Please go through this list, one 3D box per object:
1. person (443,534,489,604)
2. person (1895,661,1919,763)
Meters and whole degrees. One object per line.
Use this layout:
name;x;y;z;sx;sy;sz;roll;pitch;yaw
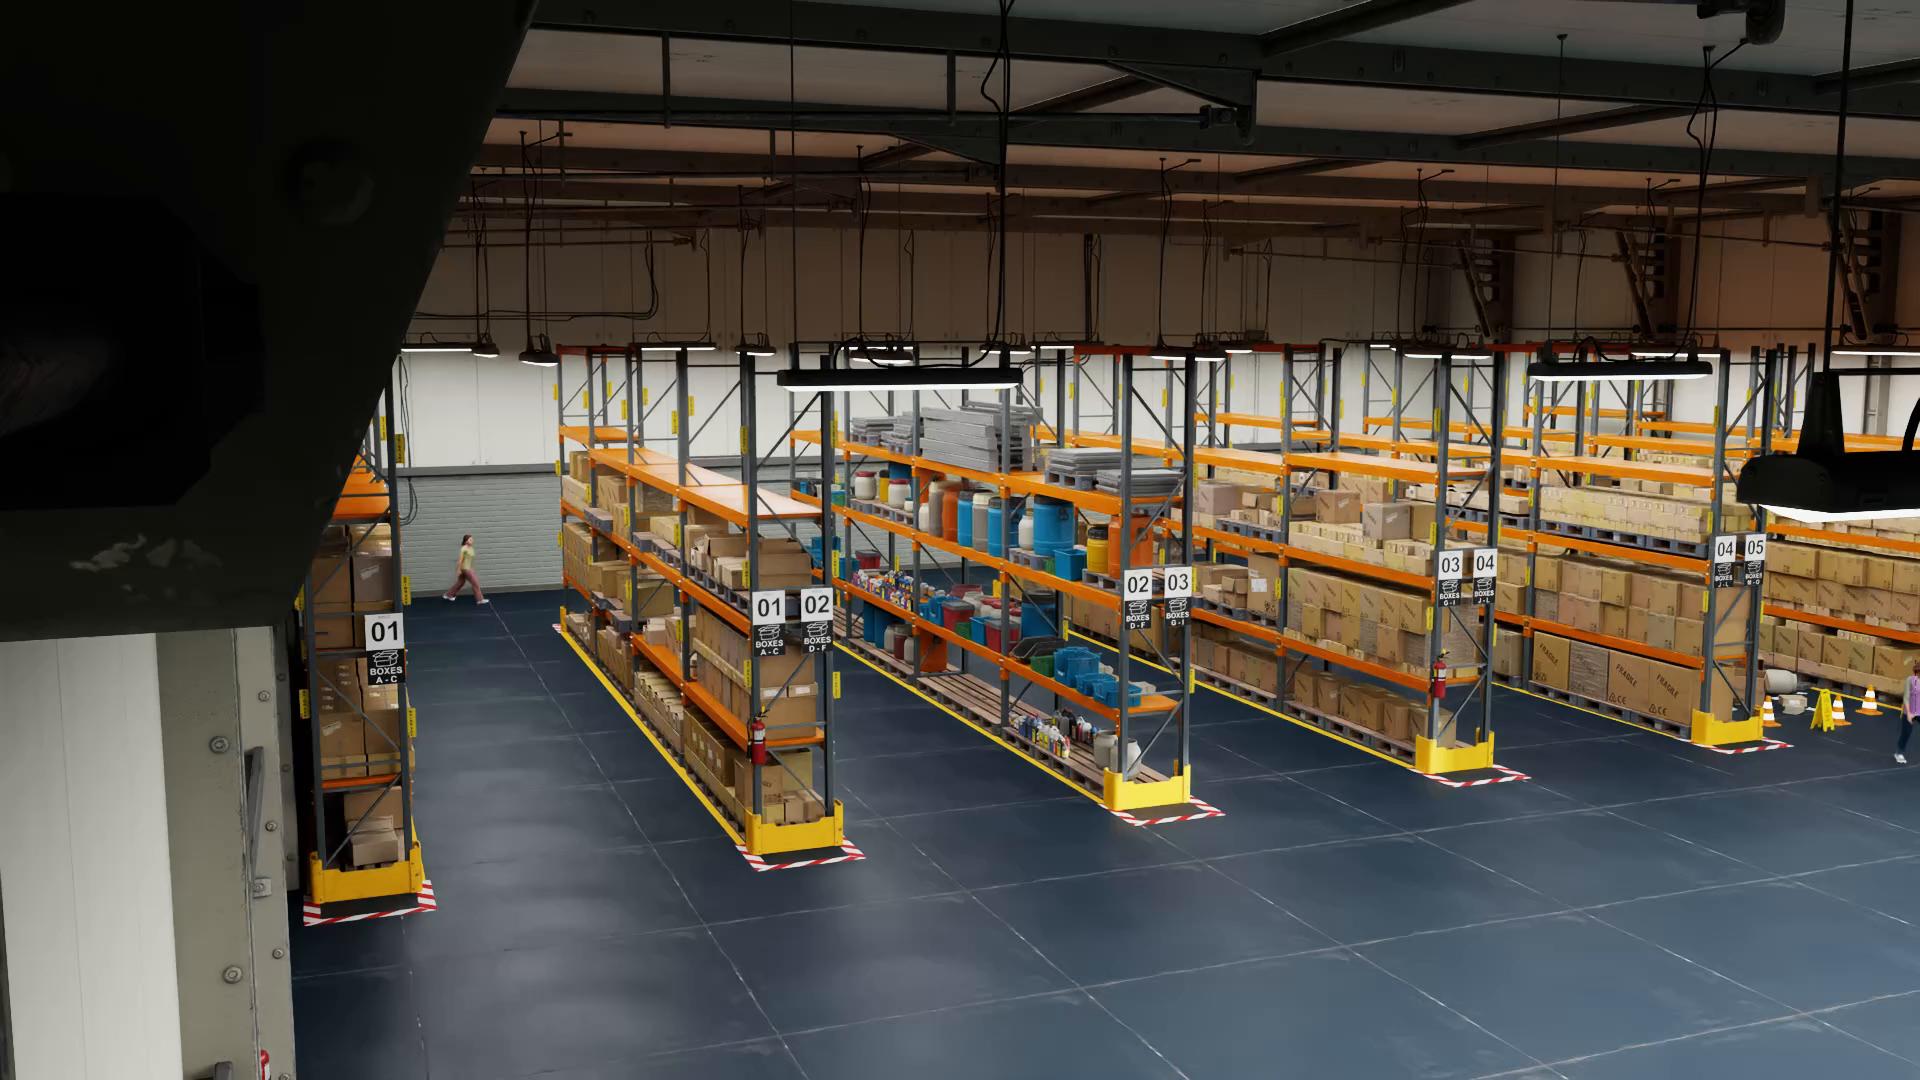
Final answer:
person;-11.392;0.669;38.322;1.091;1.610;0.443;0;7;-3
person;13.808;2.515;23.966;0.425;1.561;0.818;2;8;15
